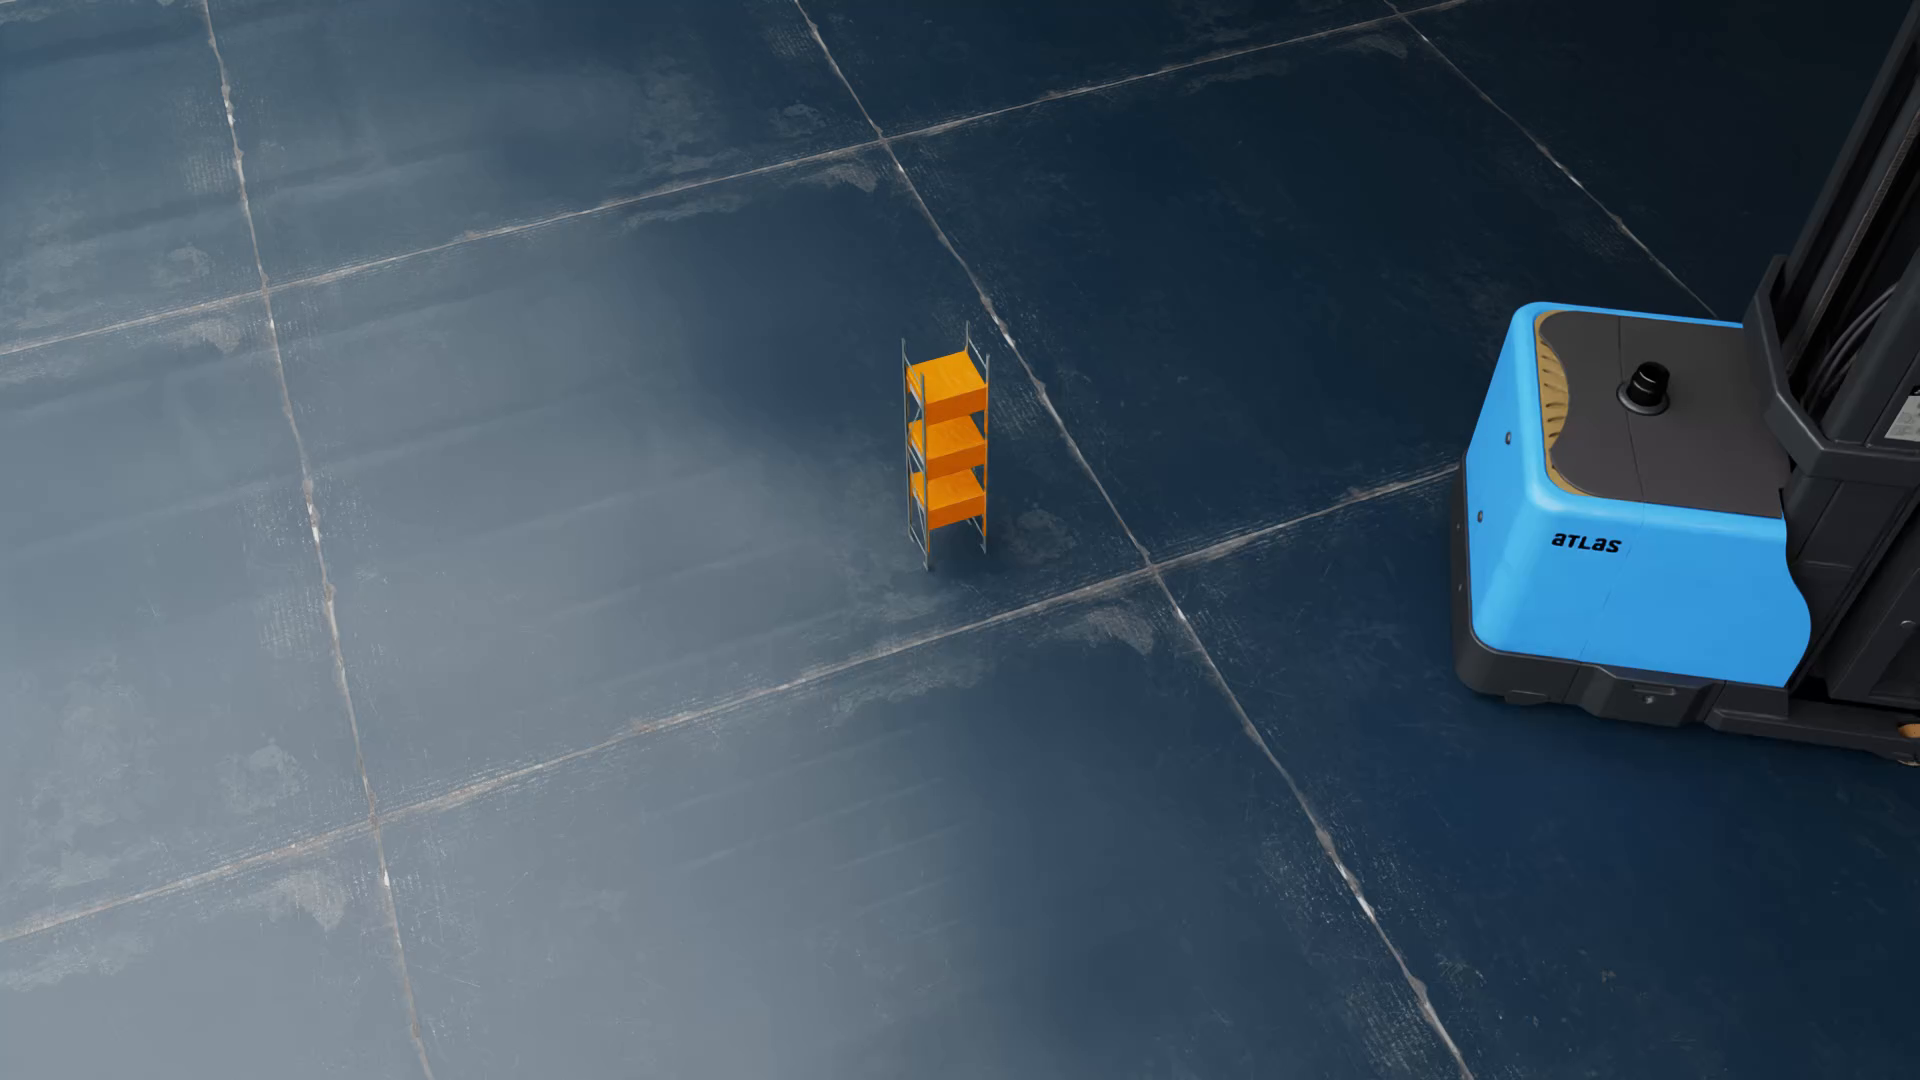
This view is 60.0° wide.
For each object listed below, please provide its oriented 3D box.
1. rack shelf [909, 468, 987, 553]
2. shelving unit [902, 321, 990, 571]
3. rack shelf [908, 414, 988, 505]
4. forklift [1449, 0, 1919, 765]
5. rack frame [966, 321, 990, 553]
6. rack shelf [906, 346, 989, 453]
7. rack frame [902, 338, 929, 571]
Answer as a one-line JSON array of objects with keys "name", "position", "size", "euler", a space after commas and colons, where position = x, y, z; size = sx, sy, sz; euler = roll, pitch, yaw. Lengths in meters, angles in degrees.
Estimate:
[{"name": "rack shelf", "position": [-0.050, -0.139, 6.398], "size": [0.240, 0.259, 0.215], "euler": [-17, 52, -14]}, {"name": "shelving unit", "position": [-0.050, -0.327, 6.179], "size": [0.252, 1.050, 0.215], "euler": [-17, 52, -14]}, {"name": "rack shelf", "position": [-0.050, -0.320, 6.187], "size": [0.240, 0.259, 0.215], "euler": [-17, 52, -14]}, {"name": "forklift", "position": [3.376, -0.568, 5.147], "size": [3.031, 2.935, 1.130], "euler": [7, 50, 6]}, {"name": "rack frame", "position": [0.063, -0.362, 6.209], "size": [0.008, 1.050, 0.200], "euler": [-17, 52, -14]}, {"name": "rack shelf", "position": [-0.050, -0.505, 5.972], "size": [0.240, 0.259, 0.215], "euler": [-17, 52, -14]}, {"name": "rack frame", "position": [-0.162, -0.292, 6.149], "size": [0.008, 1.050, 0.200], "euler": [-17, 52, -14]}]
